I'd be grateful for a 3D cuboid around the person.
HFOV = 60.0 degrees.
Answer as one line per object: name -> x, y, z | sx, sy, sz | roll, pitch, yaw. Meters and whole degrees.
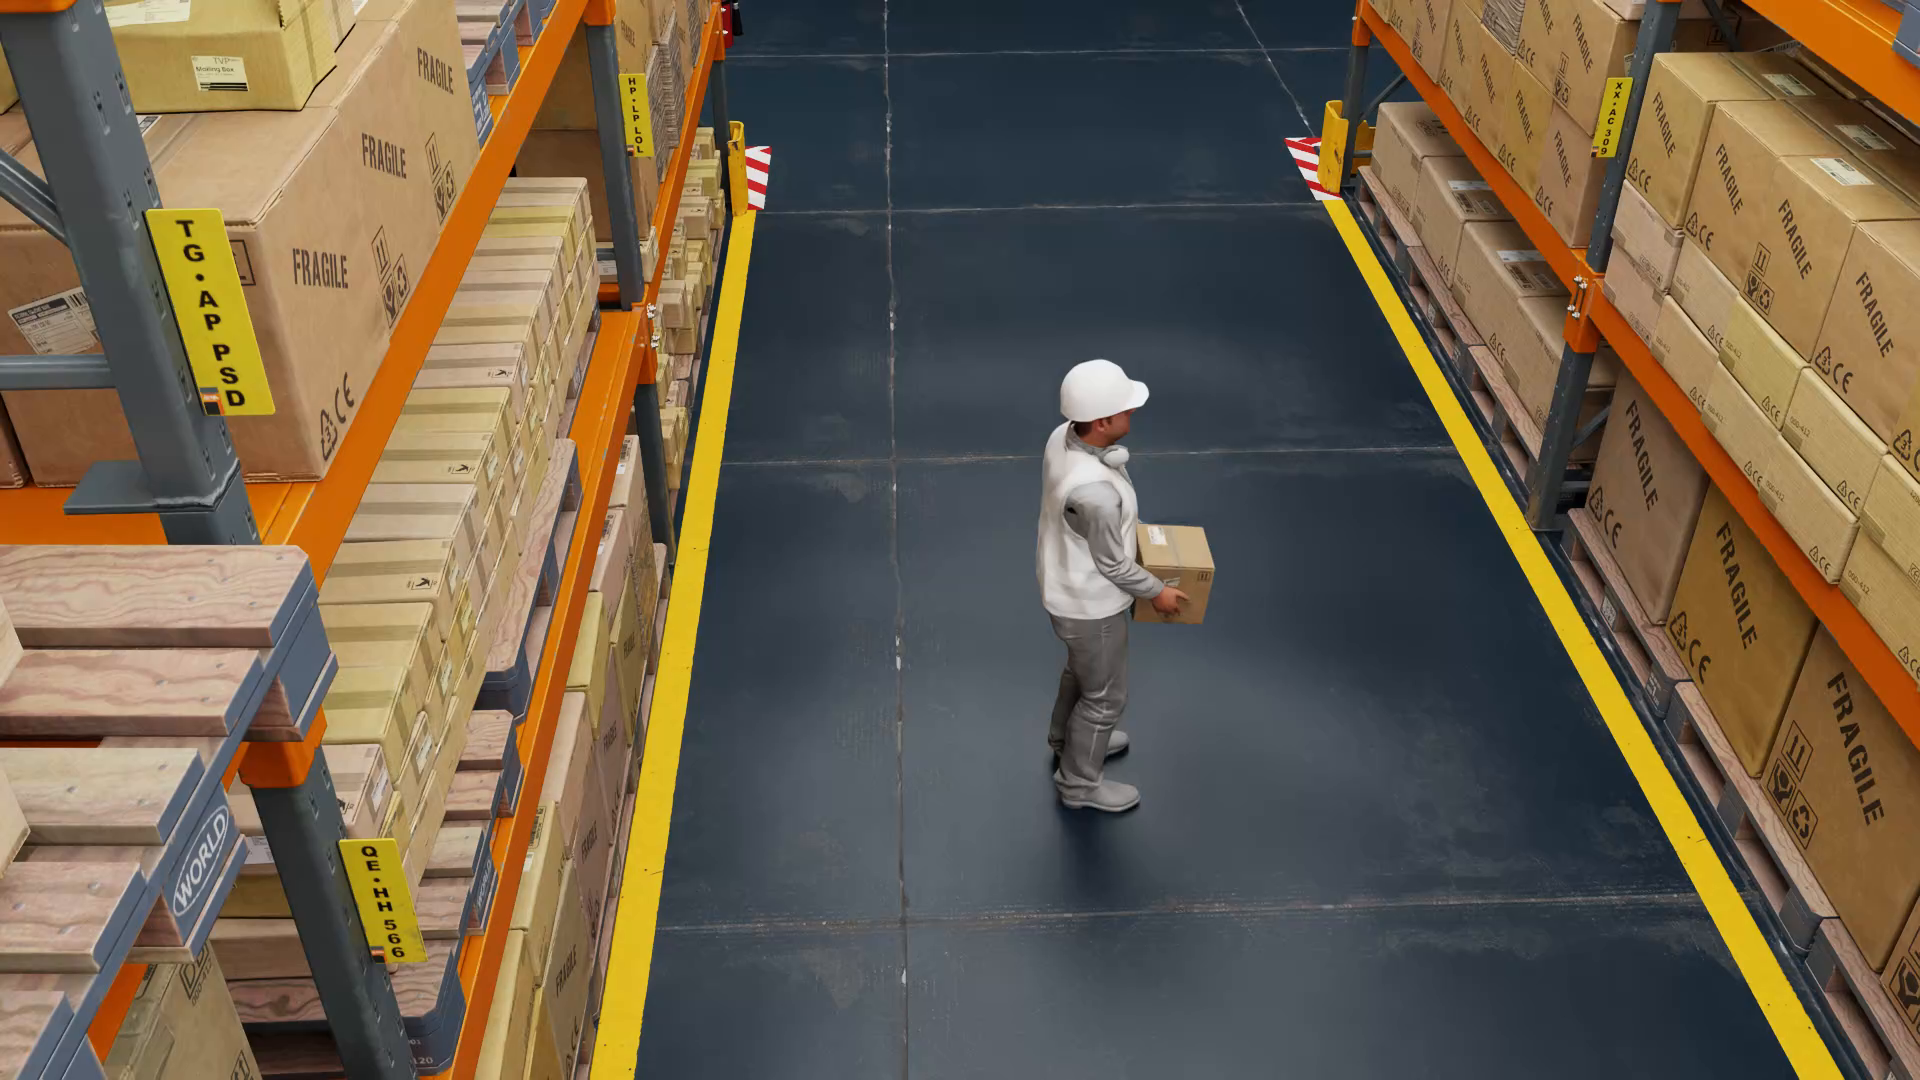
person -> 0.531, 0.157, 5.893 | 0.522, 1.779, 0.532 | -2, 35, -3
